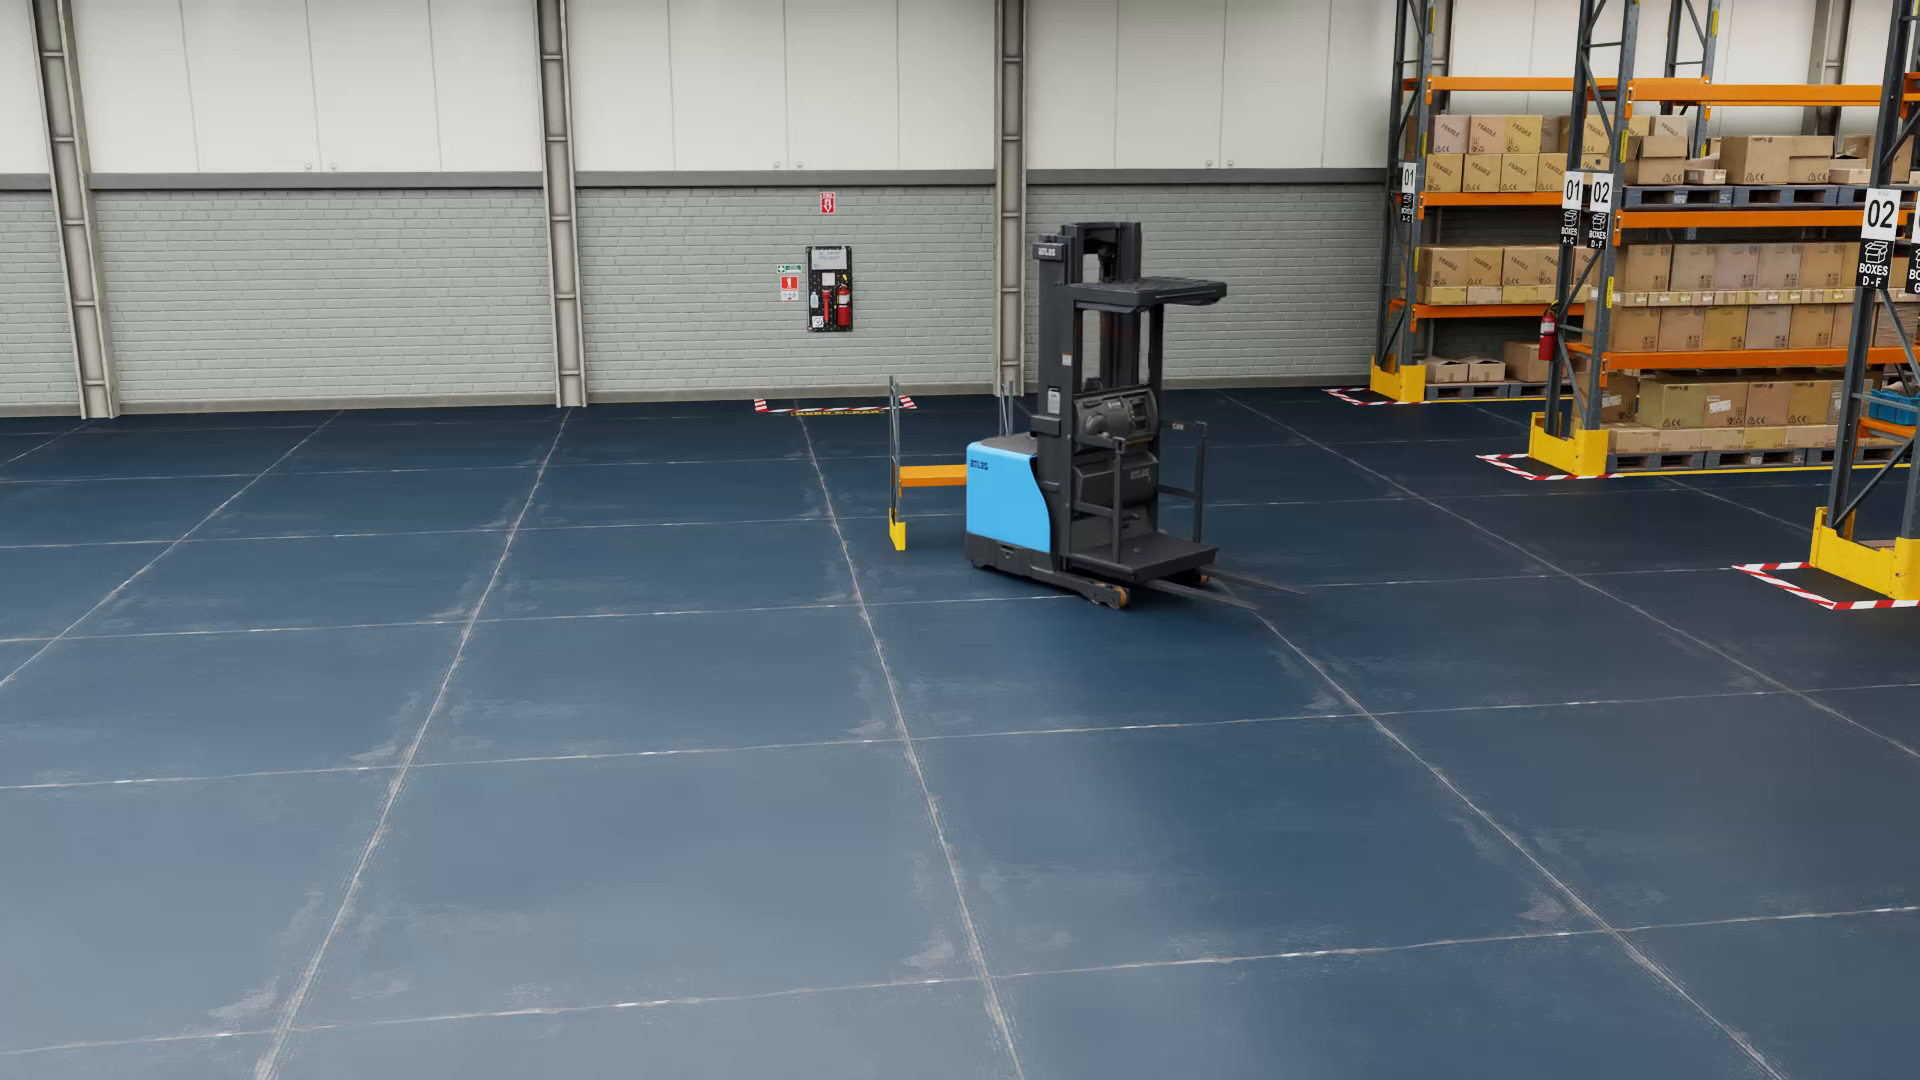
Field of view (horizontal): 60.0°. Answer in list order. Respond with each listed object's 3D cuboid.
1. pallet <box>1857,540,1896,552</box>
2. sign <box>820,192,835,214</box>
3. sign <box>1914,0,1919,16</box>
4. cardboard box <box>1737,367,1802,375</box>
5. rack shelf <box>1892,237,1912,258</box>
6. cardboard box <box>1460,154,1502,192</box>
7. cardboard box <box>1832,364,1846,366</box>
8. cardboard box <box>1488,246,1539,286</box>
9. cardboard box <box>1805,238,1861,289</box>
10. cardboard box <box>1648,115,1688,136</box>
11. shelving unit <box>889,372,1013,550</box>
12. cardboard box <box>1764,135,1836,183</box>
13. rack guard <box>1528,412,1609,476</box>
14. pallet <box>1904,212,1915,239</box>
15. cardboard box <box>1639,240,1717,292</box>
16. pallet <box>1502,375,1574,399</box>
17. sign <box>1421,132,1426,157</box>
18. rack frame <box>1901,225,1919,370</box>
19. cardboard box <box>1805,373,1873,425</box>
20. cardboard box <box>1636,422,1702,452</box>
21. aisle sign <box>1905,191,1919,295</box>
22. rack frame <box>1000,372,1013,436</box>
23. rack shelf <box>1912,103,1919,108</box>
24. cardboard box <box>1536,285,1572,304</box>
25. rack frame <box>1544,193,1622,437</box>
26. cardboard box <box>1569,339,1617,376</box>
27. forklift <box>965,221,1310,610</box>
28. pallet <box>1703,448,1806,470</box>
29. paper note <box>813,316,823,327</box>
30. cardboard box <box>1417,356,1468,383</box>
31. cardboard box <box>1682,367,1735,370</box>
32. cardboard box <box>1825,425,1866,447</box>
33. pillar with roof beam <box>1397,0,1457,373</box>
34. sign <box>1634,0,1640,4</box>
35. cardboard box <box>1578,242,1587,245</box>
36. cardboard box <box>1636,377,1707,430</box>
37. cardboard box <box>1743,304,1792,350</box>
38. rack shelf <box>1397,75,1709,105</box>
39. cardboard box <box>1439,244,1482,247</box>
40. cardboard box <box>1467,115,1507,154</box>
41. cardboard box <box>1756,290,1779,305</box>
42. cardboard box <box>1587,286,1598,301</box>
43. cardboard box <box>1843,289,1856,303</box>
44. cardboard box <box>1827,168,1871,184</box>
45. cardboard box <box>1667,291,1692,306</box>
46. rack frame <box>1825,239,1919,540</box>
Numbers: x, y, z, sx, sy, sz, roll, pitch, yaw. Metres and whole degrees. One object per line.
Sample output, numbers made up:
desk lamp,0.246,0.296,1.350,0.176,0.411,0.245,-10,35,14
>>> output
pallet,8.399,0.210,13.978,1.213,0.211,1.003,-2,14,-8
sign,-1.791,-4.567,22.528,0.199,0.298,0.001,-2,14,-8
sign,10.655,-5.968,18.466,0.005,0.325,0.100,-2,14,-8
cardboard box,9.253,-1.693,19.081,0.500,0.500,0.500,-2,14,-8
rack shelf,9.504,-2.279,13.482,4.000,0.370,1.077,-2,14,-8
cardboard box,6.955,-4.959,22.445,0.500,0.500,0.500,-1,14,-5
cardboard box,12.730,-2.745,24.262,0.500,0.500,0.700,-2,14,-8
cardboard box,7.569,-3.762,22.809,0.500,0.500,0.500,-3,14,-10
cardboard box,9.810,-3.078,18.486,0.500,0.500,0.700,-2,14,-8
cardboard box,9.551,-5.543,22.717,0.500,0.500,0.500,-3,14,-13
shelving unit,-0.075,-0.725,15.057,1.083,1.500,0.587,-2,14,-8
cardboard box,9.100,-4.184,18.237,0.637,0.503,0.797,-1,14,-2
rack guard,6.768,-1.078,18.523,0.348,0.500,1.175,-2,14,-8
pallet,8.359,-2.470,13.154,1.213,0.211,1.003,-2,14,-8
cardboard box,7.827,-3.006,18.196,0.500,0.500,0.700,-2,14,-10
pallet,8.138,-2.198,23.579,1.213,0.211,1.003,-2,14,-8
sign,6.131,-5.232,21.981,0.005,0.325,0.100,-2,14,-8
rack frame,13.961,-3.773,24.129,0.127,3.000,1.000,-2,14,-8
cardboard box,9.825,-1.586,18.654,0.500,0.500,0.500,-2,14,-8
cardboard box,7.849,-1.147,18.445,0.500,0.250,0.500,-2,14,-8
aisle sign,7.499,-2.288,12.863,0.004,0.787,0.394,-2,14,-8
rack frame,0.418,-0.743,15.129,0.032,1.500,0.500,-2,14,-8
rack shelf,12.725,-4.876,18.495,4.000,0.370,1.077,-2,14,-8
cardboard box,8.096,-3.419,22.982,0.500,0.250,0.500,-2,14,-8
rack frame,6.792,-2.292,18.222,0.127,3.000,1.000,-2,14,-8
cardboard box,8.985,-2.582,23.613,0.500,0.500,0.500,-3,14,-13
forklift,1.410,-1.020,13.290,1.130,2.935,3.031,-13,19,-41
pallet,8.746,-1.020,18.885,1.213,0.211,1.003,-2,14,-8
paper note,-1.954,-3.002,22.864,0.142,0.148,0.016,-2,14,-8
cardboard box,6.748,-2.396,23.260,0.500,0.311,0.500,-4,15,-15
cardboard box,10.731,-2.660,23.924,0.500,0.500,0.700,-2,14,-6
cardboard box,9.826,-1.222,18.744,0.500,0.250,0.500,-2,14,-8
pillar with roof beam,7.255,-5.591,19.045,0.400,9.000,9.100,-2,14,-8
sign,6.869,-5.598,16.826,0.005,0.325,0.100,-2,14,-8
cardboard box,8.998,-3.944,23.537,0.500,0.500,0.500,-2,14,-9
cardboard box,7.850,-1.510,18.352,0.500,0.500,0.500,-2,14,-8
cardboard box,8.786,-2.411,18.491,0.500,0.500,0.700,-2,14,-7
rack shelf,8.028,-6.115,22.620,4.000,0.370,1.077,-2,14,-8
cardboard box,6.984,-3.868,23.233,0.500,0.500,0.500,-2,14,-8
cardboard box,6.971,-5.443,22.318,0.500,0.500,0.500,-2,14,-9
cardboard box,8.732,-2.673,18.202,0.250,0.149,0.380,-2,14,-8
cardboard box,7.142,-2.715,18.369,0.250,0.149,0.380,-2,14,-9
cardboard box,9.748,-2.710,18.351,0.250,0.149,0.380,-2,14,-8
cardboard box,9.595,-3.932,17.961,0.250,0.149,0.380,-2,14,-8
cardboard box,7.720,-2.636,18.057,0.250,0.149,0.380,-2,14,-8
rack frame,7.526,-1.100,13.471,0.127,3.000,1.000,-2,14,-8
